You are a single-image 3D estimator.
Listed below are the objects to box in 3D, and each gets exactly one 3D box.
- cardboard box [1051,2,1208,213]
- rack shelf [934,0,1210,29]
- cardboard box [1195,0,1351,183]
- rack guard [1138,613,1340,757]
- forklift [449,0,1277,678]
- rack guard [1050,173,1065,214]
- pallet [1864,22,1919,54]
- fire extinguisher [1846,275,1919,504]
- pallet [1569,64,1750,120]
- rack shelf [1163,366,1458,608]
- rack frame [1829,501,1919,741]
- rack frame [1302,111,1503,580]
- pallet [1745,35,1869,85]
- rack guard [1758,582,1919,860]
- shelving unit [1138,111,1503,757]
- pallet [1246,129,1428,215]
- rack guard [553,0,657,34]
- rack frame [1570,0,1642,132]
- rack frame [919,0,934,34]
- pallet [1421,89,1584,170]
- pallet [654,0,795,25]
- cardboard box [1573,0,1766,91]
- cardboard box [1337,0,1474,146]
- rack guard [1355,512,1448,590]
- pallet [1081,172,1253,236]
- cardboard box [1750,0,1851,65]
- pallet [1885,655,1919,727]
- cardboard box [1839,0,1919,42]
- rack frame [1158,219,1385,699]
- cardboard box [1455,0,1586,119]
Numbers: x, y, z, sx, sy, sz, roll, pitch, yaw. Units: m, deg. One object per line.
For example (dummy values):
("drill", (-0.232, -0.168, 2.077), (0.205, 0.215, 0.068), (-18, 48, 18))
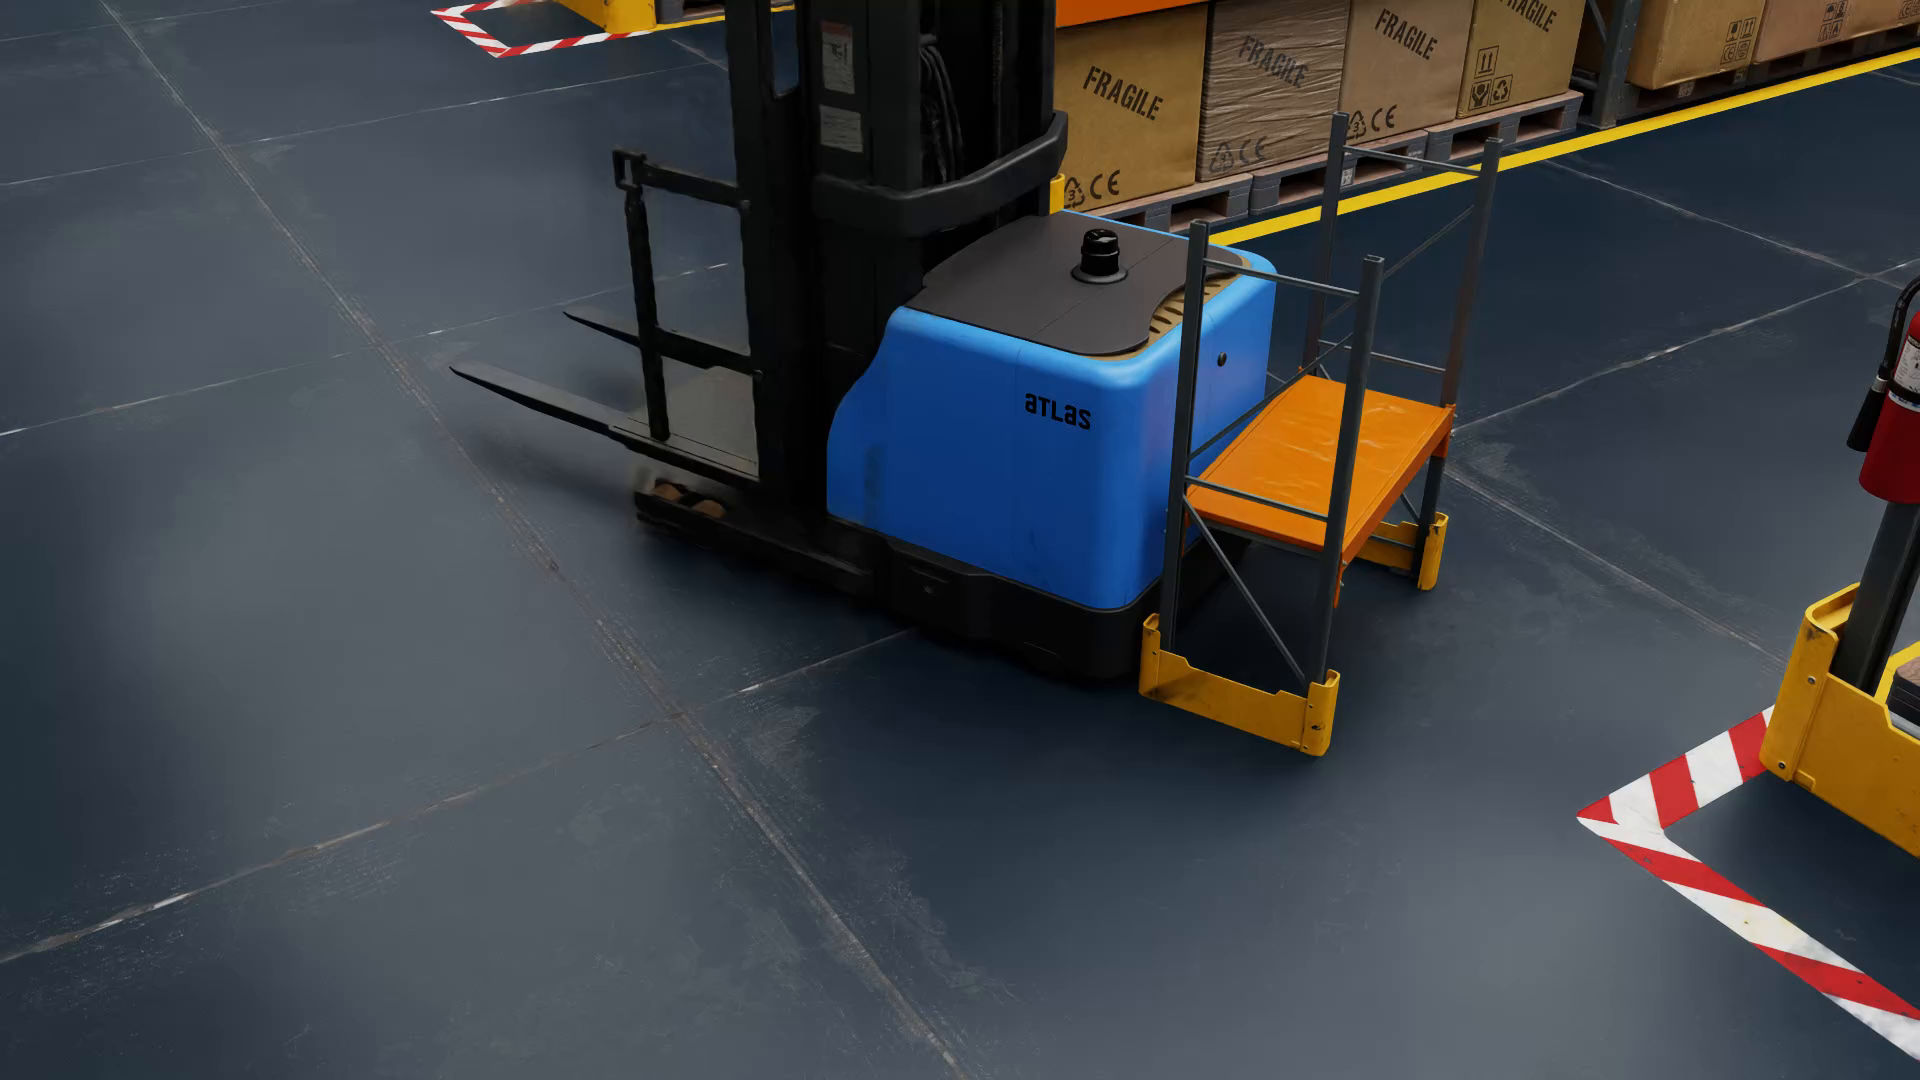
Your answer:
("cardboard box", (0.543, -2.166, 7.970), (0.875, 0.875, 0.875), (-19, 37, -27))
("rack shelf", (1.730, -2.940, 8.274), (4.000, 0.370, 1.077), (-19, 37, -27))
("cardboard box", (1.308, -2.429, 8.387), (0.875, 0.875, 0.875), (-19, 37, -27))
("rack guard", (0.804, 0.419, 4.851), (0.587, 0.250, 0.087), (18, 36, 26))
("forklift", (-0.519, -1.423, 5.258), (3.031, 2.935, 1.130), (19, 37, 28))
("rack guard", (0.028, -1.602, 7.821), (0.348, 0.500, 1.175), (-19, 37, -27))
("pallet", (6.069, -3.605, 11.268), (1.213, 0.211, 1.003), (-19, 37, -27))
("fire extinguisher", (2.359, -0.415, 4.019), (0.183, 0.674, 0.296), (-19, 37, -27))
("pallet", (4.018, -2.900, 10.150), (1.213, 0.211, 1.003), (-19, 37, -27))
("rack shelf", (1.067, -0.189, 4.980), (0.538, 0.185, 1.000), (18, 36, 26))
("rack frame", (2.732, -0.445, 3.644), (0.127, 3.000, 1.000), (-19, 37, -27))
("rack frame", (1.331, -0.573, 5.252), (0.500, 1.500, 0.032), (18, 36, 26))
("pallet", (5.045, -3.255, 10.712), (1.213, 0.211, 1.003), (-19, 37, -27))
("rack guard", (2.719, 0.625, 4.291), (0.348, 0.500, 1.175), (-19, 37, -27))
("shelving unit", (1.063, -0.337, 4.877), (0.587, 1.500, 1.083), (18, 36, 26))
("pallet", (1.703, -2.104, 8.887), (1.213, 0.211, 1.003), (-19, 37, -27))
("rack guard", (-2.490, -3.885, 11.439), (0.348, 0.500, 1.175), (-19, 37, -27))
("rack frame", (3.411, -3.823, 8.998), (0.127, 3.000, 1.000), (-19, 37, -27))
("rack frame", (0.049, -2.666, 7.165), (0.127, 3.000, 1.000), (-19, 37, -27))
("pallet", (2.729, -2.459, 9.450), (1.213, 0.211, 1.003), (-19, 37, -27))
("pallet", (-1.788, -3.981, 11.864), (1.213, 0.211, 1.003), (-19, 37, -27))
("cardboard box", (3.938, -3.296, 9.761), (0.875, 0.875, 1.225), (-19, 37, -27))
("cardboard box", (2.056, -2.687, 8.795), (0.875, 0.875, 0.875), (-19, 37, -27))
("rack guard", (1.320, -0.035, 5.571), (0.587, 0.250, 0.087), (18, 36, 26))
("pallet", (0.678, -1.753, 8.331), (1.213, 0.211, 1.003), (-19, 37, -27))
("cardboard box", (4.688, -3.554, 10.171), (0.875, 0.875, 1.225), (-20, 38, -29))
("pallet", (3.446, 0.513, 4.739), (1.213, 0.211, 1.003), (-19, 37, -27))
("cardboard box", (5.428, -3.814, 10.582), (0.875, 0.875, 1.225), (-19, 37, -27))
("rack frame", (0.804, -0.109, 4.516), (0.500, 1.500, 0.032), (18, 36, 26))
("cardboard box", (2.813, -2.947, 9.208), (0.875, 0.875, 0.875), (-19, 37, -27))
